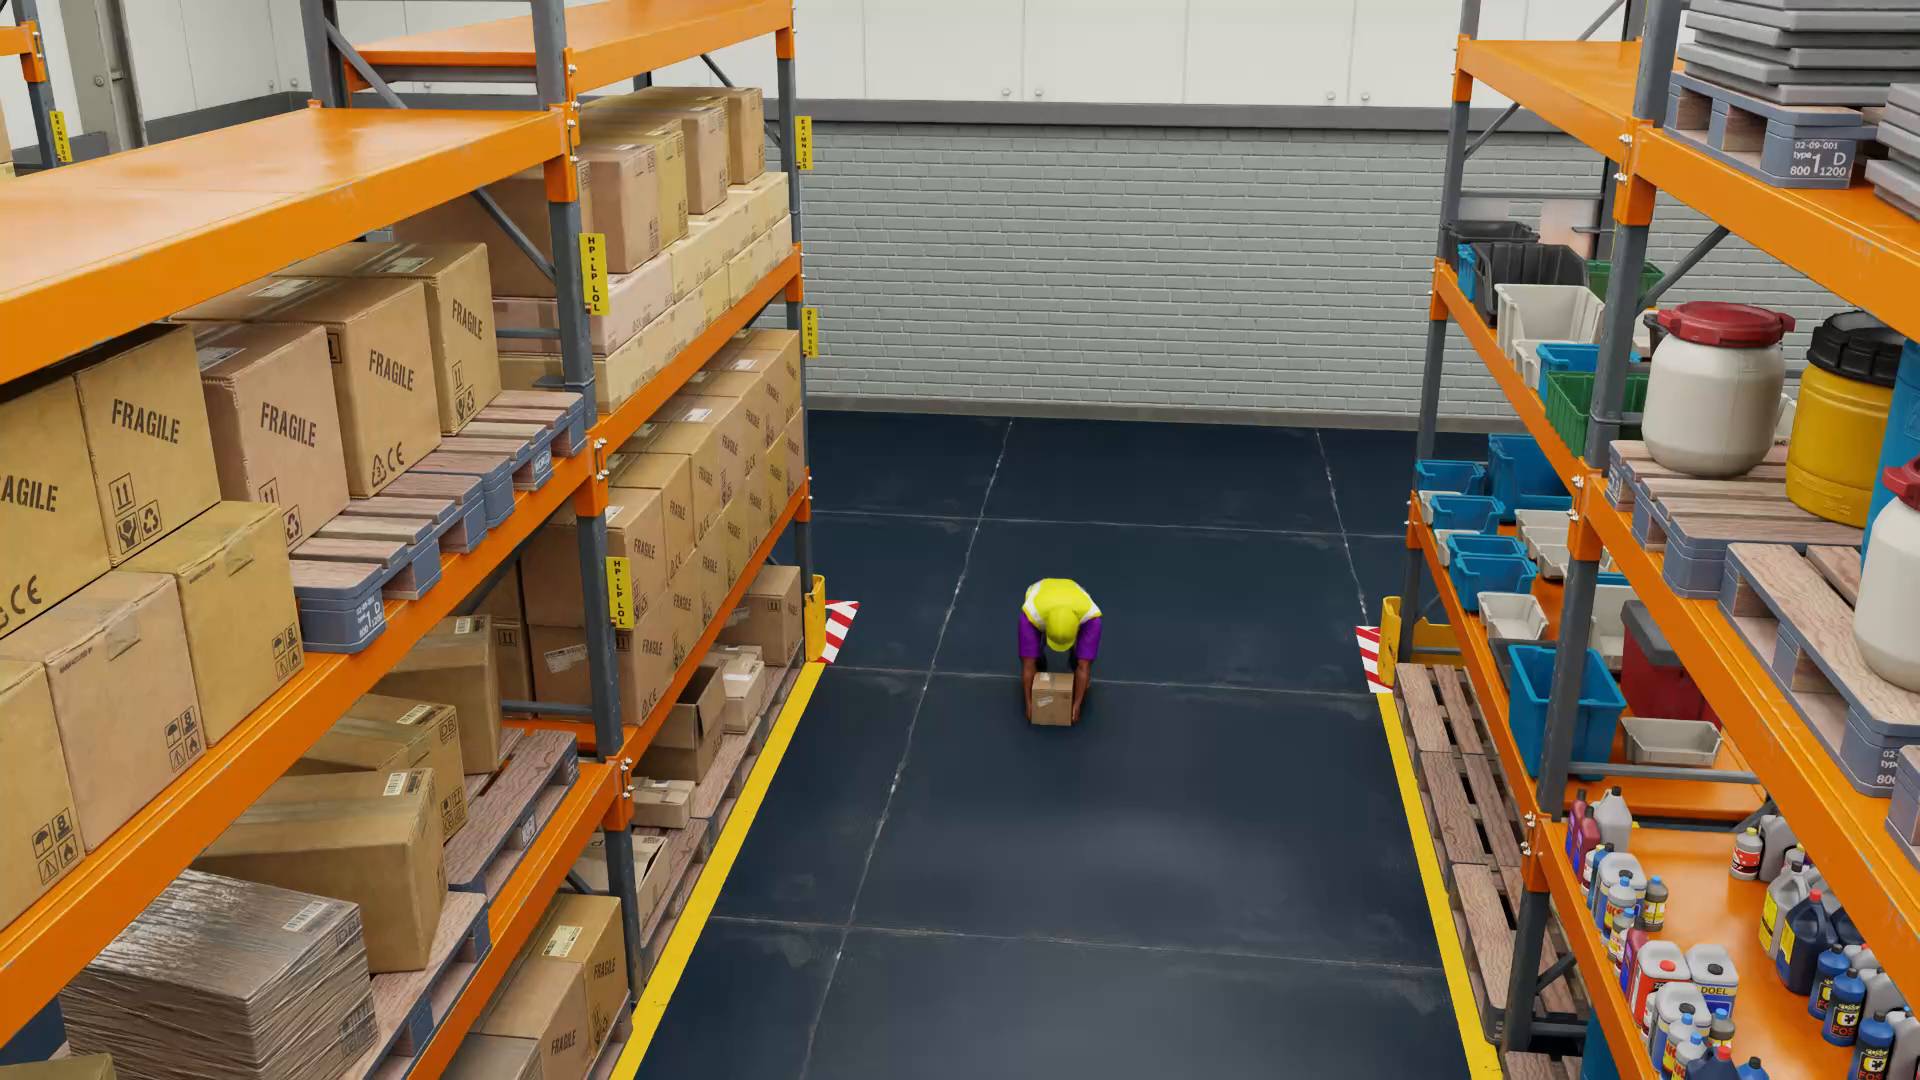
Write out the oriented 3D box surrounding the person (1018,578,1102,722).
[{"bbox_3d":[0.647,0.657,10.738,0.529,0.809,0.959,2,21,5],"label":"person"}]
